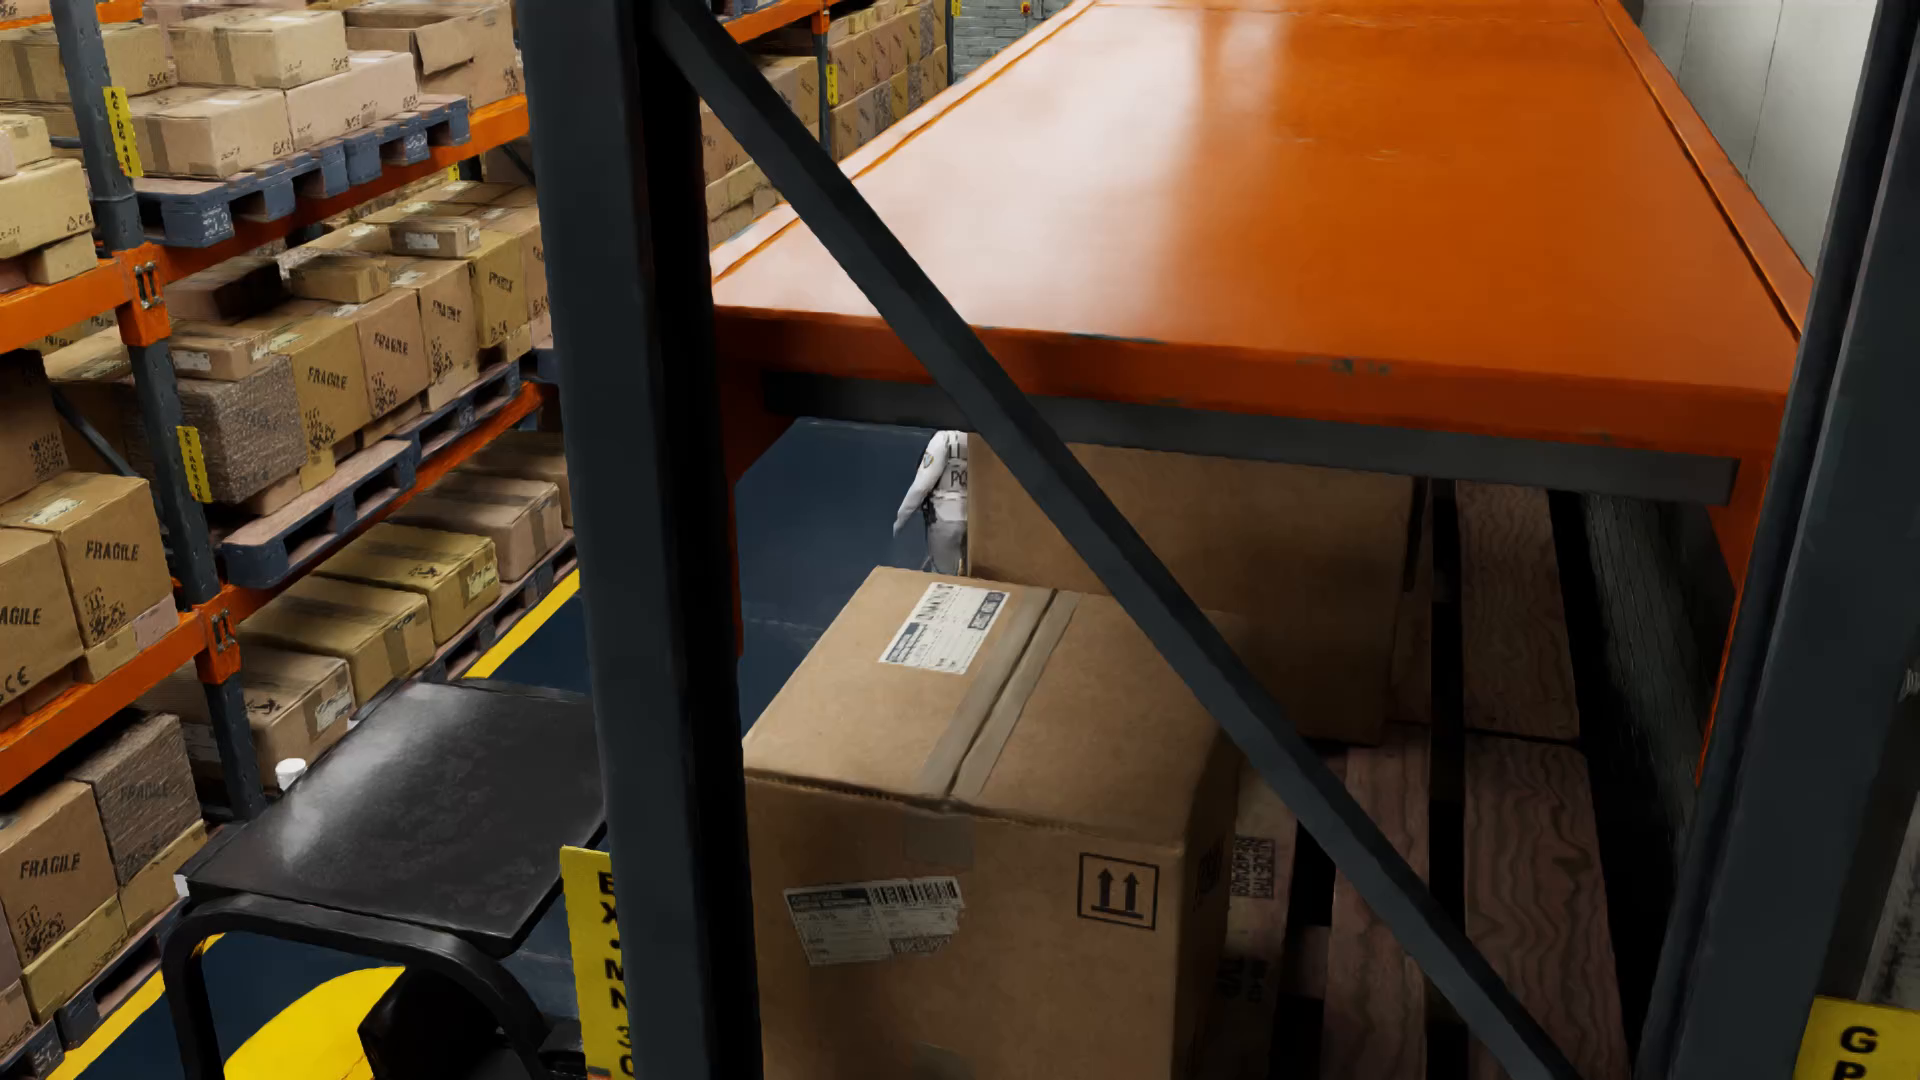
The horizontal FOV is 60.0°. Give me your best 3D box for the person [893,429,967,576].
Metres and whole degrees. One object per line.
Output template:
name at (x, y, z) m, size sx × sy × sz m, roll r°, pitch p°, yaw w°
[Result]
person at (-0.032, -0.088, 8.815) m, size 0.672 × 1.639 × 0.516 m, roll 20°, pitch 32°, yaw 35°
